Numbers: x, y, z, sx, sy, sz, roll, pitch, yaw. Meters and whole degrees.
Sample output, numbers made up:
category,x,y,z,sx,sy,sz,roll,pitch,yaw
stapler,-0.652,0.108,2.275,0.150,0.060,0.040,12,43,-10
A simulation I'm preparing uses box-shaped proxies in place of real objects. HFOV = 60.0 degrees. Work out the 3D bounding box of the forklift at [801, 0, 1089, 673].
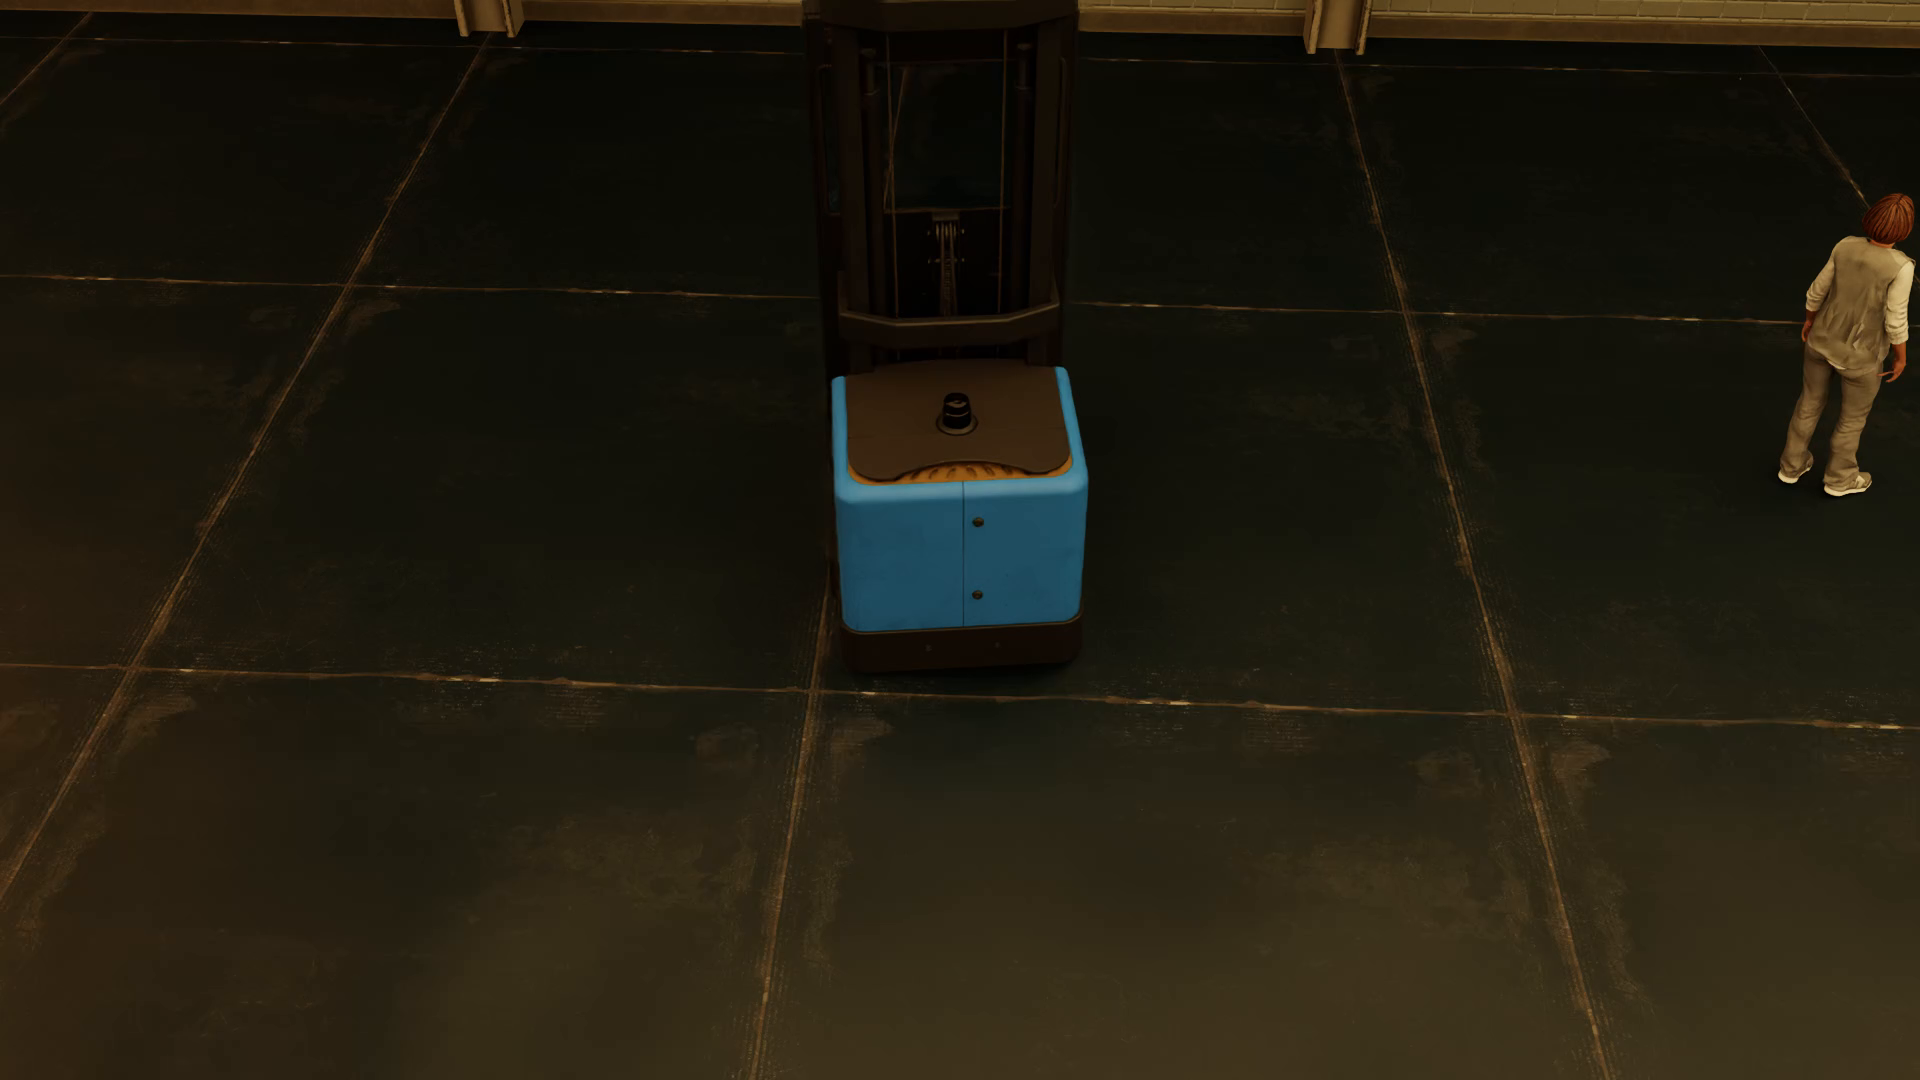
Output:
category,x,y,z,sx,sy,sz,roll,pitch,yaw
forklift,-0.096,-1.494,7.379,1.130,2.935,3.031,-3,42,-3

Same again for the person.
category,x,y,z,sx,sy,sz,roll,pitch,yaw
person,4.166,-0.910,7.718,0.475,1.597,0.520,-25,48,-25
